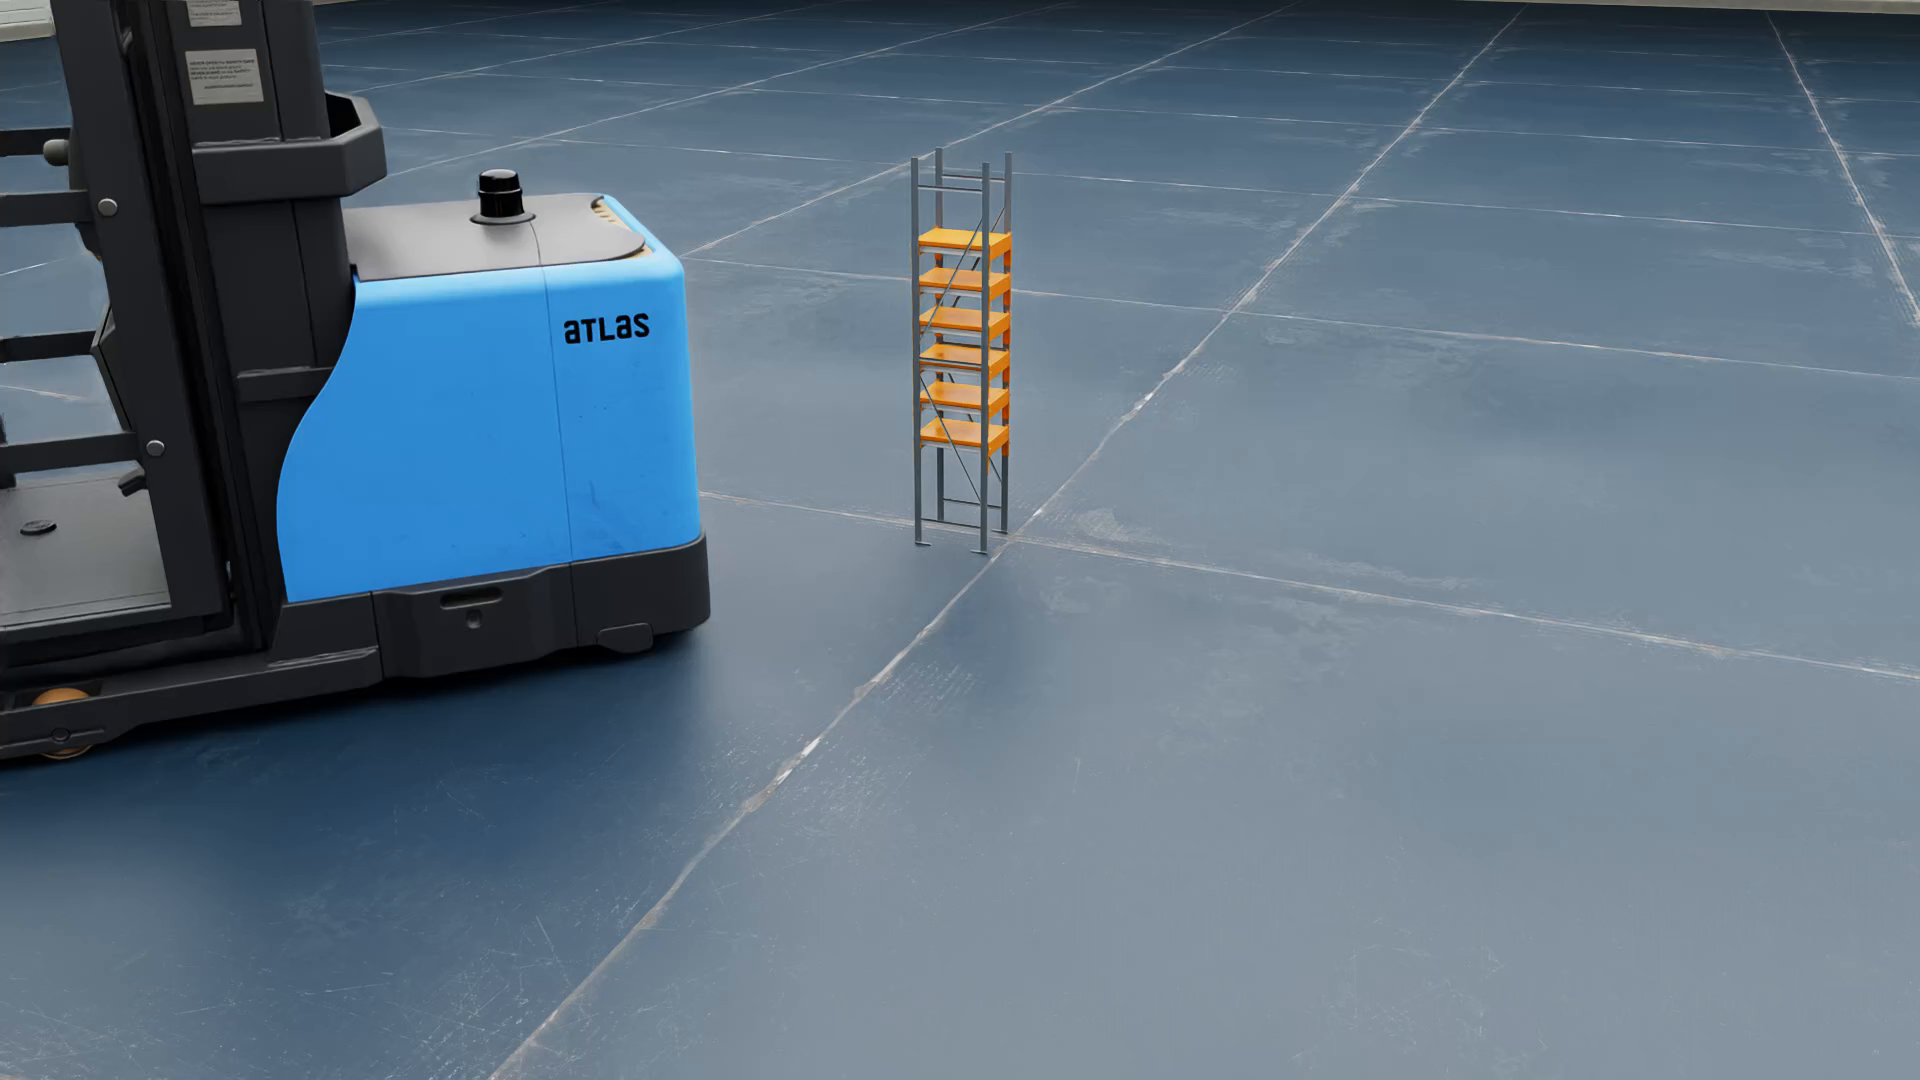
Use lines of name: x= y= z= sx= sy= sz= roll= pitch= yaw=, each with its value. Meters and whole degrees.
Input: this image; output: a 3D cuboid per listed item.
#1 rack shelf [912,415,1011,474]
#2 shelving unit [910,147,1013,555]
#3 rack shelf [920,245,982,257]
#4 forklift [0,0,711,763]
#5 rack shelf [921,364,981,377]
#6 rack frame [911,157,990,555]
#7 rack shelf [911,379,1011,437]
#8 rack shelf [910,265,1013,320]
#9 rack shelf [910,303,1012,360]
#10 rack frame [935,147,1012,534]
rack shelf: x=0.005 y=-0.296 z=5.141 sx=0.258 sy=0.103 sz=0.180 roll=9 pitch=24 yaw=20
shelving unit: x=0.005 y=-0.559 z=5.031 sx=0.258 sy=1.200 sz=0.189 roll=9 pitch=24 yaw=20
rack shelf: x=0.005 y=-0.868 z=4.902 sx=0.199 sy=0.020 sz=0.166 roll=9 pitch=24 yaw=20
forklift: x=-2.255 y=-0.989 z=3.929 sx=3.031 sy=2.843 sz=1.129 roll=-9 pitch=24 yaw=-20
rack shelf: x=0.005 y=-0.536 z=5.041 sx=0.199 sy=0.020 sz=0.166 roll=9 pitch=24 yaw=20
rack frame: x=-0.029 y=-0.526 z=4.953 sx=0.240 sy=1.200 sz=0.006 roll=9 pitch=24 yaw=20
rack shelf: x=0.005 y=-0.407 z=5.095 sx=0.258 sy=0.103 sz=0.180 roll=9 pitch=24 yaw=20
rack shelf: x=0.005 y=-0.739 z=4.956 sx=0.258 sy=0.103 sz=0.180 roll=9 pitch=24 yaw=20
rack shelf: x=0.005 y=-0.629 z=5.002 sx=0.258 sy=0.103 sz=0.180 roll=9 pitch=24 yaw=20
rack frame: x=0.039 y=-0.592 z=5.110 sx=0.240 sy=1.200 sz=0.006 roll=9 pitch=24 yaw=20
